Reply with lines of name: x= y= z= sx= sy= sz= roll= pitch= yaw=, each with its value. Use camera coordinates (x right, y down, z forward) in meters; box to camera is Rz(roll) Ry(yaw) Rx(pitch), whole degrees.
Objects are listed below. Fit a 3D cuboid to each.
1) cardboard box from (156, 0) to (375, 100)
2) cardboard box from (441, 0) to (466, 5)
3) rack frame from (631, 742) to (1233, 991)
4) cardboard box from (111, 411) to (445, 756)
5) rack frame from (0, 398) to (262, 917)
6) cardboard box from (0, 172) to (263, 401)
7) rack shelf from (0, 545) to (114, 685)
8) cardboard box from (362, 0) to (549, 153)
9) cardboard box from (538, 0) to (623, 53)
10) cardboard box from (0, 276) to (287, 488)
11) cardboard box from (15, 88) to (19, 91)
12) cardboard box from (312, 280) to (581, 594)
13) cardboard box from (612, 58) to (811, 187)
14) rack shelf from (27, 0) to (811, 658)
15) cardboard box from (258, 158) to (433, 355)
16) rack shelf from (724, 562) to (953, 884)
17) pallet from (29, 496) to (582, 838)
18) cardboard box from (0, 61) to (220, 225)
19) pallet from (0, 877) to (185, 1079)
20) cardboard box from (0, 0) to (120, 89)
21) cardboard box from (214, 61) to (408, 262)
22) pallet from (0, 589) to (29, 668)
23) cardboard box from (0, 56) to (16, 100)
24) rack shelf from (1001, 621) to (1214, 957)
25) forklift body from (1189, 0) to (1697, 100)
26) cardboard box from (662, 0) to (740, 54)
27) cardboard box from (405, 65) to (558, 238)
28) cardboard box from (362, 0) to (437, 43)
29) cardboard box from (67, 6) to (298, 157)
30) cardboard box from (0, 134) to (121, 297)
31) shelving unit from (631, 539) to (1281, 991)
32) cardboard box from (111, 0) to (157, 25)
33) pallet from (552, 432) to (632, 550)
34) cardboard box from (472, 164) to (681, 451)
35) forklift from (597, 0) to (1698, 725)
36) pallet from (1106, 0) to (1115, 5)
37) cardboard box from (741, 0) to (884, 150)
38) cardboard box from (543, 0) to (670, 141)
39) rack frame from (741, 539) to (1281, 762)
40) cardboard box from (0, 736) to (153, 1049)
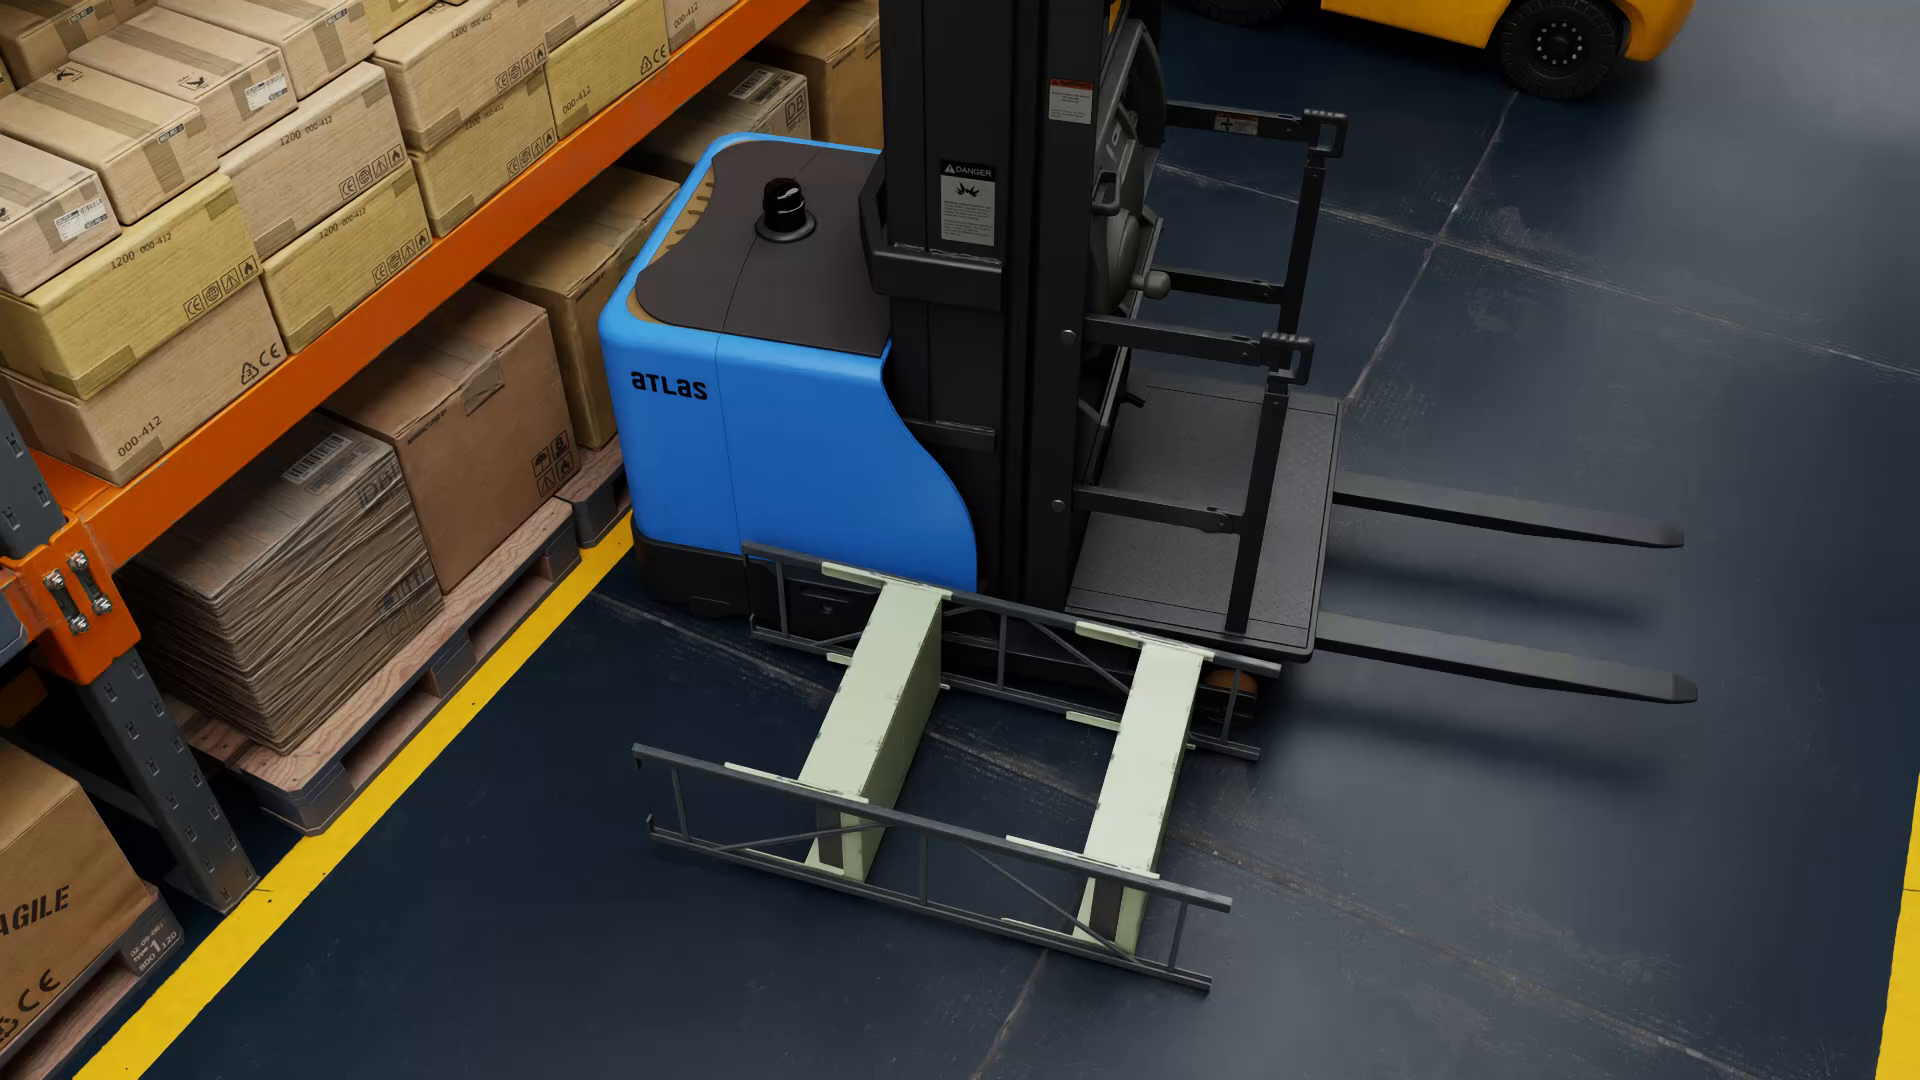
cardboard box: x=-1.567 y=-1.161 z=3.762 sx=0.380 sy=0.149 sz=0.250 roll=21 pitch=49 yaw=19
cardboard box: x=-1.306 y=-1.470 z=4.067 sx=0.380 sy=0.149 sz=0.250 roll=21 pitch=49 yaw=20
rack frame: x=-0.094 y=0.811 z=4.125 sx=1.500 sy=0.400 sz=0.023 roll=13 pitch=47 yaw=11
cardboard box: x=-2.003 y=0.012 z=4.503 sx=0.875 sy=0.625 sz=0.625 roll=22 pitch=49 yaw=20
rack frame: x=-2.305 y=-0.286 z=3.424 sx=1.000 sy=3.000 sz=0.127 roll=20 pitch=49 yaw=19
cardboard box: x=-1.861 y=-0.600 z=3.488 sx=0.500 sy=0.250 sz=0.500 roll=20 pitch=49 yaw=19
rack shelf: x=-3.234 y=1.226 z=2.435 sx=1.077 sy=0.370 sz=4.000 roll=20 pitch=49 yaw=19
cardboard box: x=-1.390 y=-1.247 z=4.128 sx=0.500 sy=0.250 sz=0.500 roll=19 pitch=48 yaw=18
cardboard box: x=-1.176 y=-1.577 z=4.454 sx=0.500 sy=0.250 sz=0.500 roll=21 pitch=49 yaw=20
cardboard box: x=-1.883 y=-0.433 z=3.674 sx=0.500 sy=0.250 sz=0.500 roll=21 pitch=49 yaw=19
cardboard box: x=-2.107 y=-1.107 z=3.989 sx=0.500 sy=0.250 sz=0.500 roll=21 pitch=49 yaw=19
cardboard box: x=-1.707 y=-0.402 z=4.913 sx=0.875 sy=0.625 sz=0.625 roll=22 pitch=49 yaw=20
cardboard box: x=-1.048 y=-1.301 z=5.801 sx=0.875 sy=0.625 sz=0.625 roll=20 pitch=49 yaw=19
rack shelf: x=-1.377 y=-1.294 z=4.925 sx=1.077 sy=0.370 sz=4.000 roll=20 pitch=49 yaw=19
cardboard box: x=-1.645 y=-0.748 z=3.986 sx=0.500 sy=0.250 sz=0.500 roll=19 pitch=48 yaw=18
rack shelf: x=-0.303 y=0.488 z=4.429 sx=0.370 sy=0.431 sz=0.720 roll=13 pitch=47 yaw=11
pallet: x=-1.888 y=0.188 z=4.916 sx=1.003 sy=0.211 sz=1.213 roll=20 pitch=49 yaw=19
cardboard box: x=-1.773 y=-0.822 z=3.427 sx=0.380 sy=0.149 sz=0.250 roll=21 pitch=49 yaw=20
pallet: x=-2.685 y=1.152 z=3.963 sx=1.003 sy=0.211 sz=1.213 roll=20 pitch=49 yaw=19
cardboard box: x=-2.137 y=-1.166 z=3.767 sx=0.380 sy=0.149 sz=0.250 roll=20 pitch=49 yaw=19
cardboard box: x=-1.649 y=-0.923 z=3.808 sx=0.500 sy=0.250 sz=0.500 roll=22 pitch=49 yaw=20
pallet: x=-2.558 y=0.231 z=3.047 sx=1.213 sy=0.211 sz=1.003 roll=20 pitch=49 yaw=19
cardboard box: x=-2.311 y=-1.023 z=3.626 sx=0.380 sy=0.149 sz=0.250 roll=22 pitch=49 yaw=20
rack shelf: x=0.384 y=0.644 z=4.298 sx=0.370 sy=0.431 sz=0.720 roll=13 pitch=47 yaw=11
forklift body: x=2.144 y=-3.231 z=6.931 sx=2.313 sy=2.155 sz=1.214 roll=20 pitch=49 yaw=19
cardboard box: x=-0.937 y=-1.729 z=4.955 sx=0.500 sy=0.250 sz=0.500 roll=21 pitch=49 yaw=19
cardboard box: x=-1.412 y=-1.075 z=4.309 sx=0.500 sy=0.250 sz=0.500 roll=19 pitch=48 yaw=18
cardboard box: x=-1.477 y=-1.329 z=3.928 sx=0.380 sy=0.149 sz=0.250 roll=21 pitch=49 yaw=19
cardboard box: x=-1.677 y=-0.992 z=3.595 sx=0.380 sy=0.149 sz=0.250 roll=22 pitch=49 yaw=20
cardboard box: x=-1.896 y=-0.653 z=3.260 sx=0.380 sy=0.149 sz=0.250 roll=22 pitch=49 yaw=20
shelving unit: x=0.010 y=0.559 z=4.369 sx=1.500 sy=0.431 sz=0.755 roll=13 pitch=47 yaw=11
cardboard box: x=-2.084 y=-1.344 z=3.943 sx=0.380 sy=0.149 sz=0.250 roll=20 pitch=49 yaw=18
pallet: x=-1.321 y=-0.578 z=5.672 sx=1.003 sy=0.211 sz=1.213 roll=20 pitch=49 yaw=19
cardboard box: x=-1.395 y=-0.826 z=5.332 sx=0.875 sy=0.625 sz=0.625 roll=19 pitch=48 yaw=17
forklift: x=0.607 y=-0.924 z=4.103 sx=3.031 sy=2.935 sz=1.130 roll=10 pitch=46 yaw=10
pallet: x=0.523 y=-3.085 z=8.150 sx=1.003 sy=0.211 sz=1.213 roll=20 pitch=49 yaw=19
cardboard box: x=-0.681 y=-1.787 z=6.281 sx=0.875 sy=0.625 sz=0.625 roll=23 pitch=50 yaw=21
cardboard box: x=-1.170 y=-1.401 z=4.631 sx=0.500 sy=0.250 sz=0.500 roll=22 pitch=49 yaw=20
rack frame: x=0.113 y=0.307 z=4.613 sx=1.500 sy=0.400 sz=0.023 roll=13 pitch=47 yaw=11
cardboard box: x=-2.311 y=0.782 z=3.830 sx=0.500 sy=0.500 sz=0.500 roll=22 pitch=49 yaw=20
